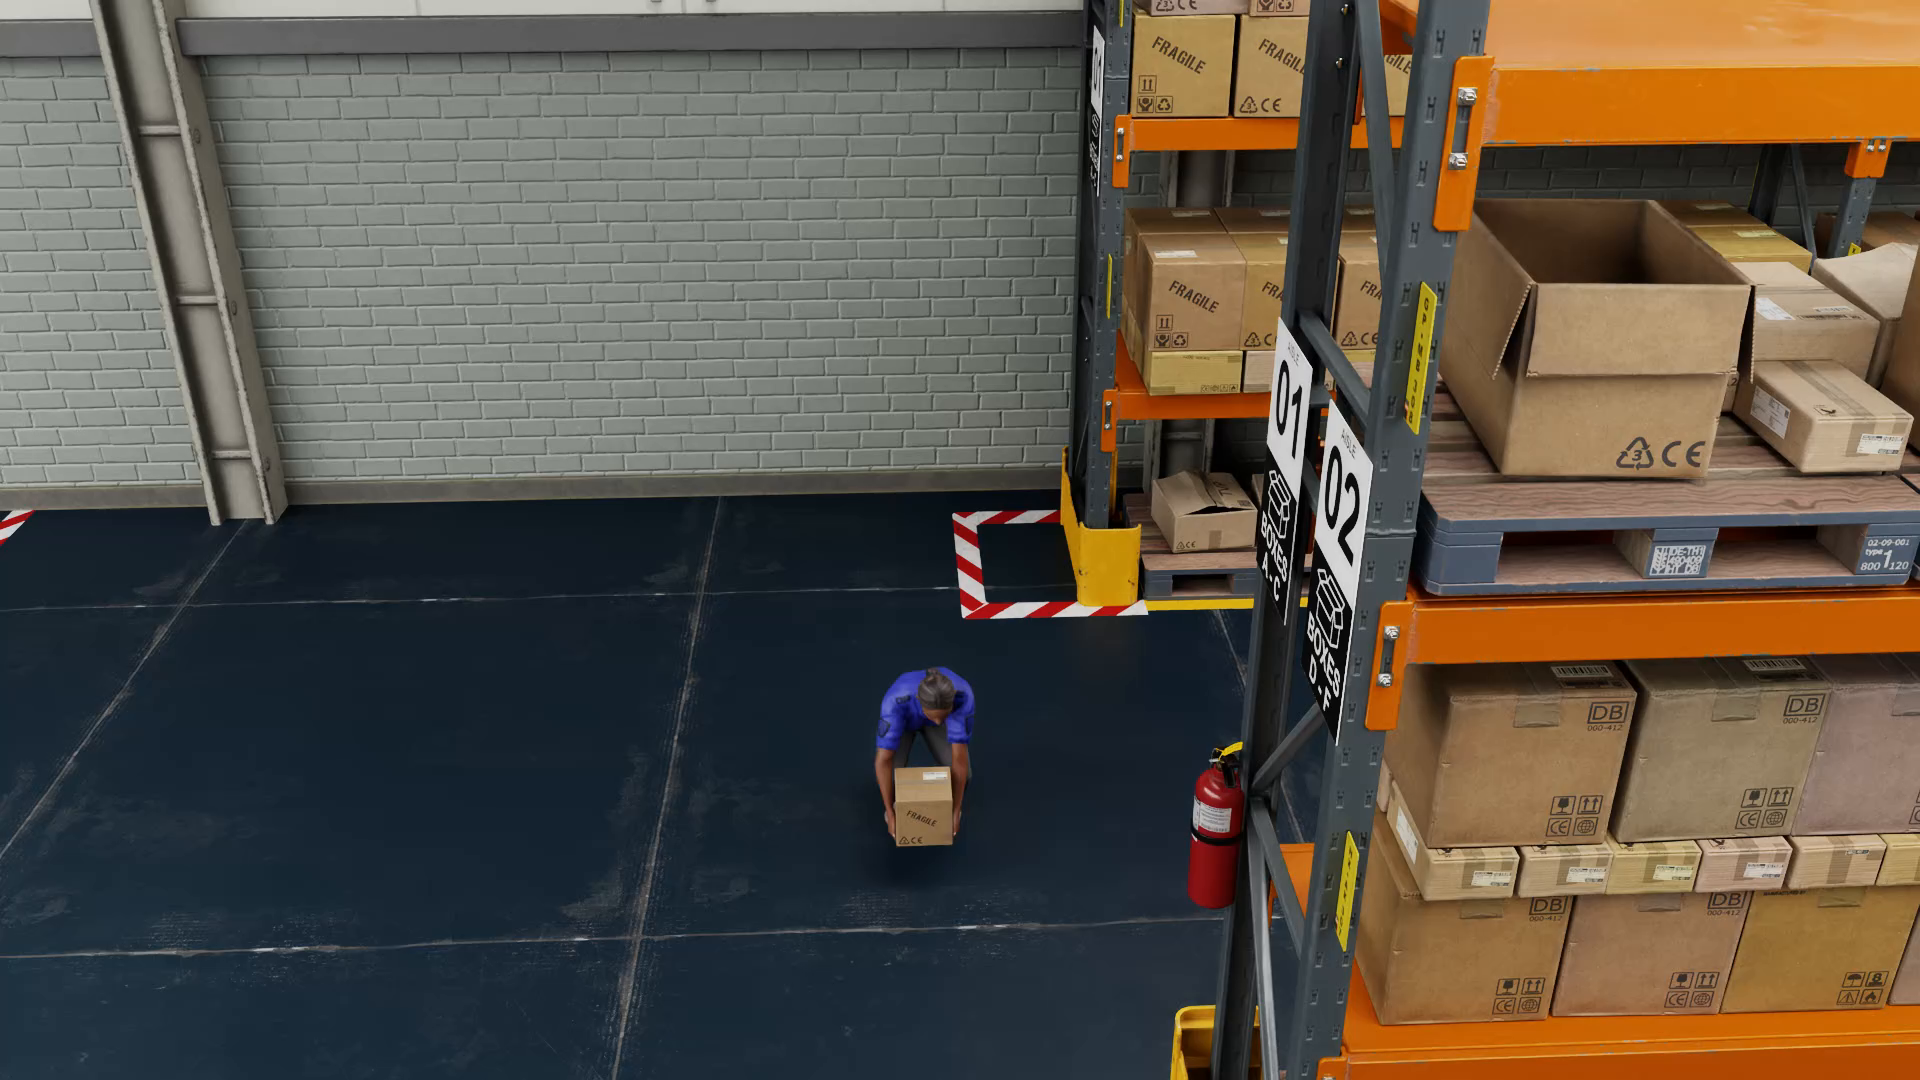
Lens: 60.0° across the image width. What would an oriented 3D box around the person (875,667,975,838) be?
[{"bbox_3d":[-0.166,0.920,7.650,0.459,0.955,0.801,-2,28,-4],"label":"person"}]
